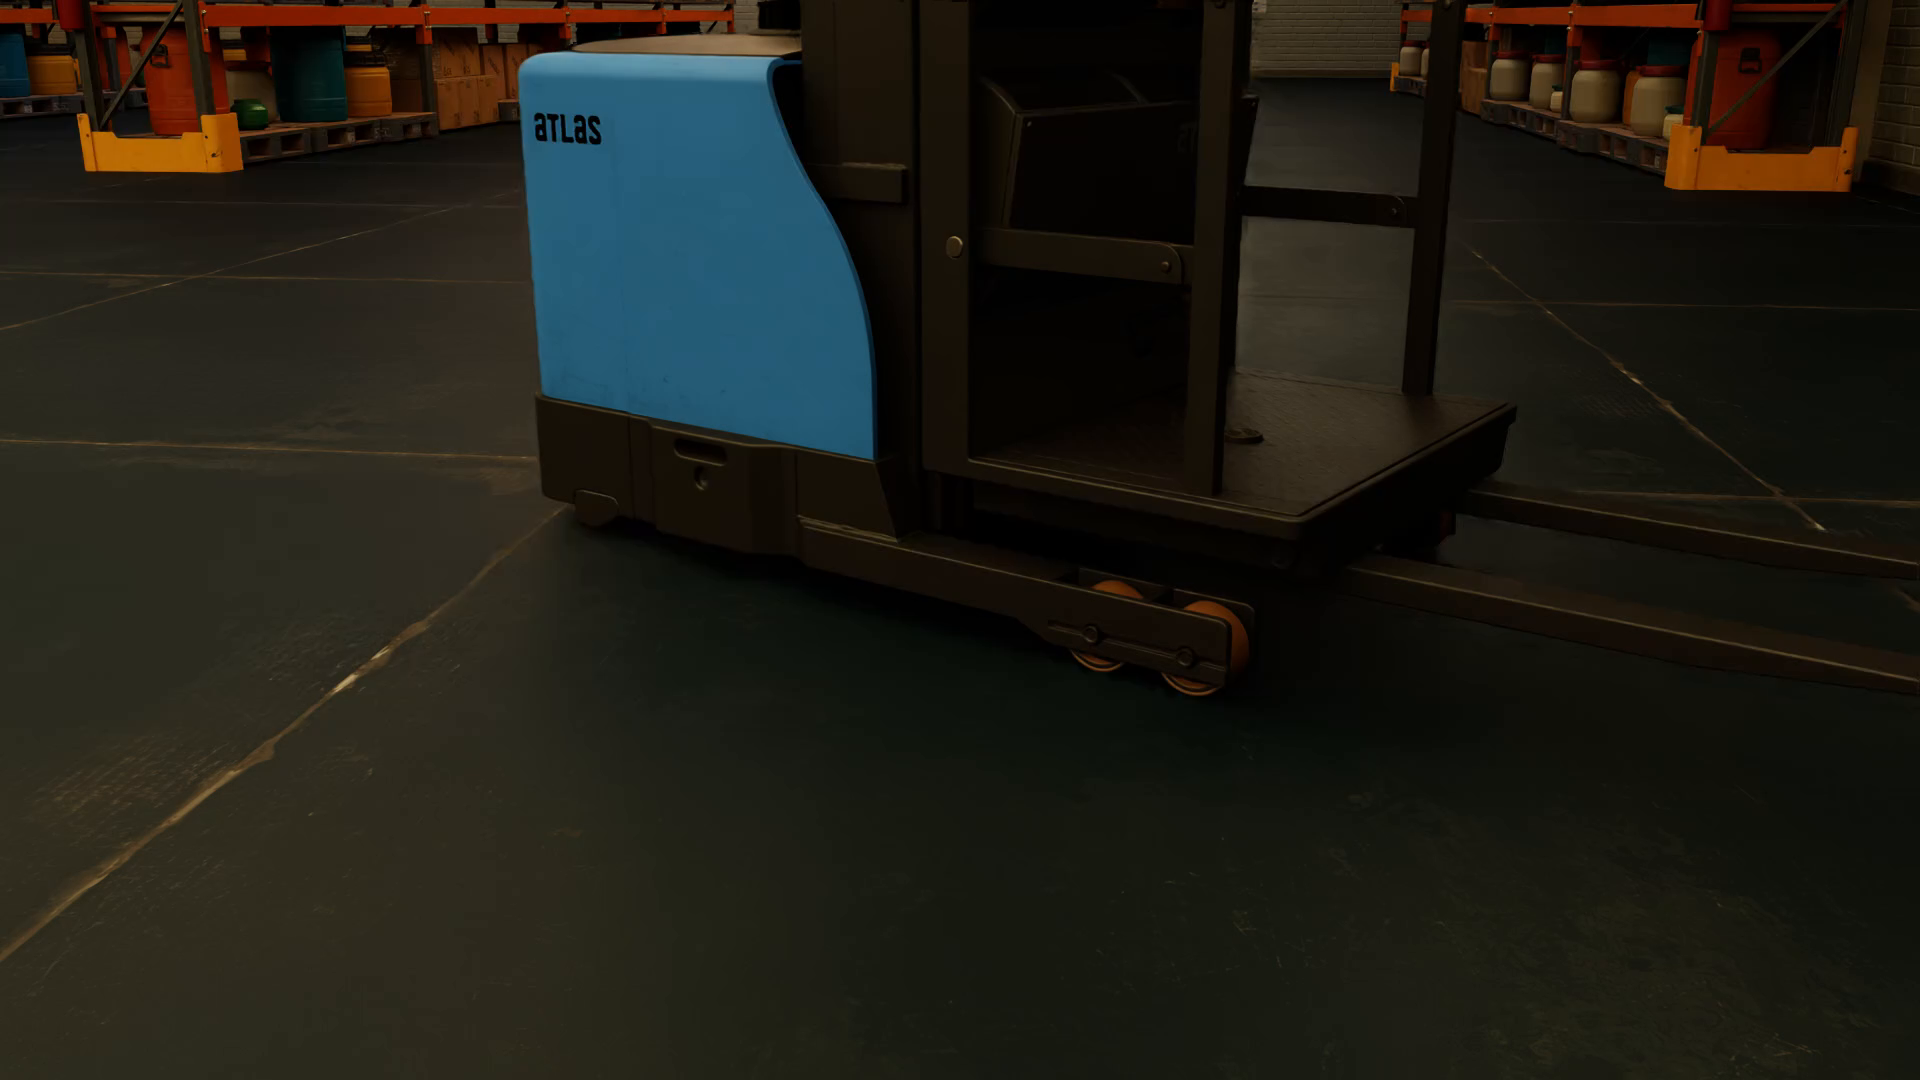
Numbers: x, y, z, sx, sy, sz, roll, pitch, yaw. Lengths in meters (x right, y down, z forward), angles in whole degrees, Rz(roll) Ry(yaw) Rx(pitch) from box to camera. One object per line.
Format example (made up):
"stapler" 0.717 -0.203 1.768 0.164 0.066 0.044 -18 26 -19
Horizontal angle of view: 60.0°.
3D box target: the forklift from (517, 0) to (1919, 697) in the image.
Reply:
"forklift" 0.496 -1.302 3.080 3.031 2.935 1.130 12 21 34
